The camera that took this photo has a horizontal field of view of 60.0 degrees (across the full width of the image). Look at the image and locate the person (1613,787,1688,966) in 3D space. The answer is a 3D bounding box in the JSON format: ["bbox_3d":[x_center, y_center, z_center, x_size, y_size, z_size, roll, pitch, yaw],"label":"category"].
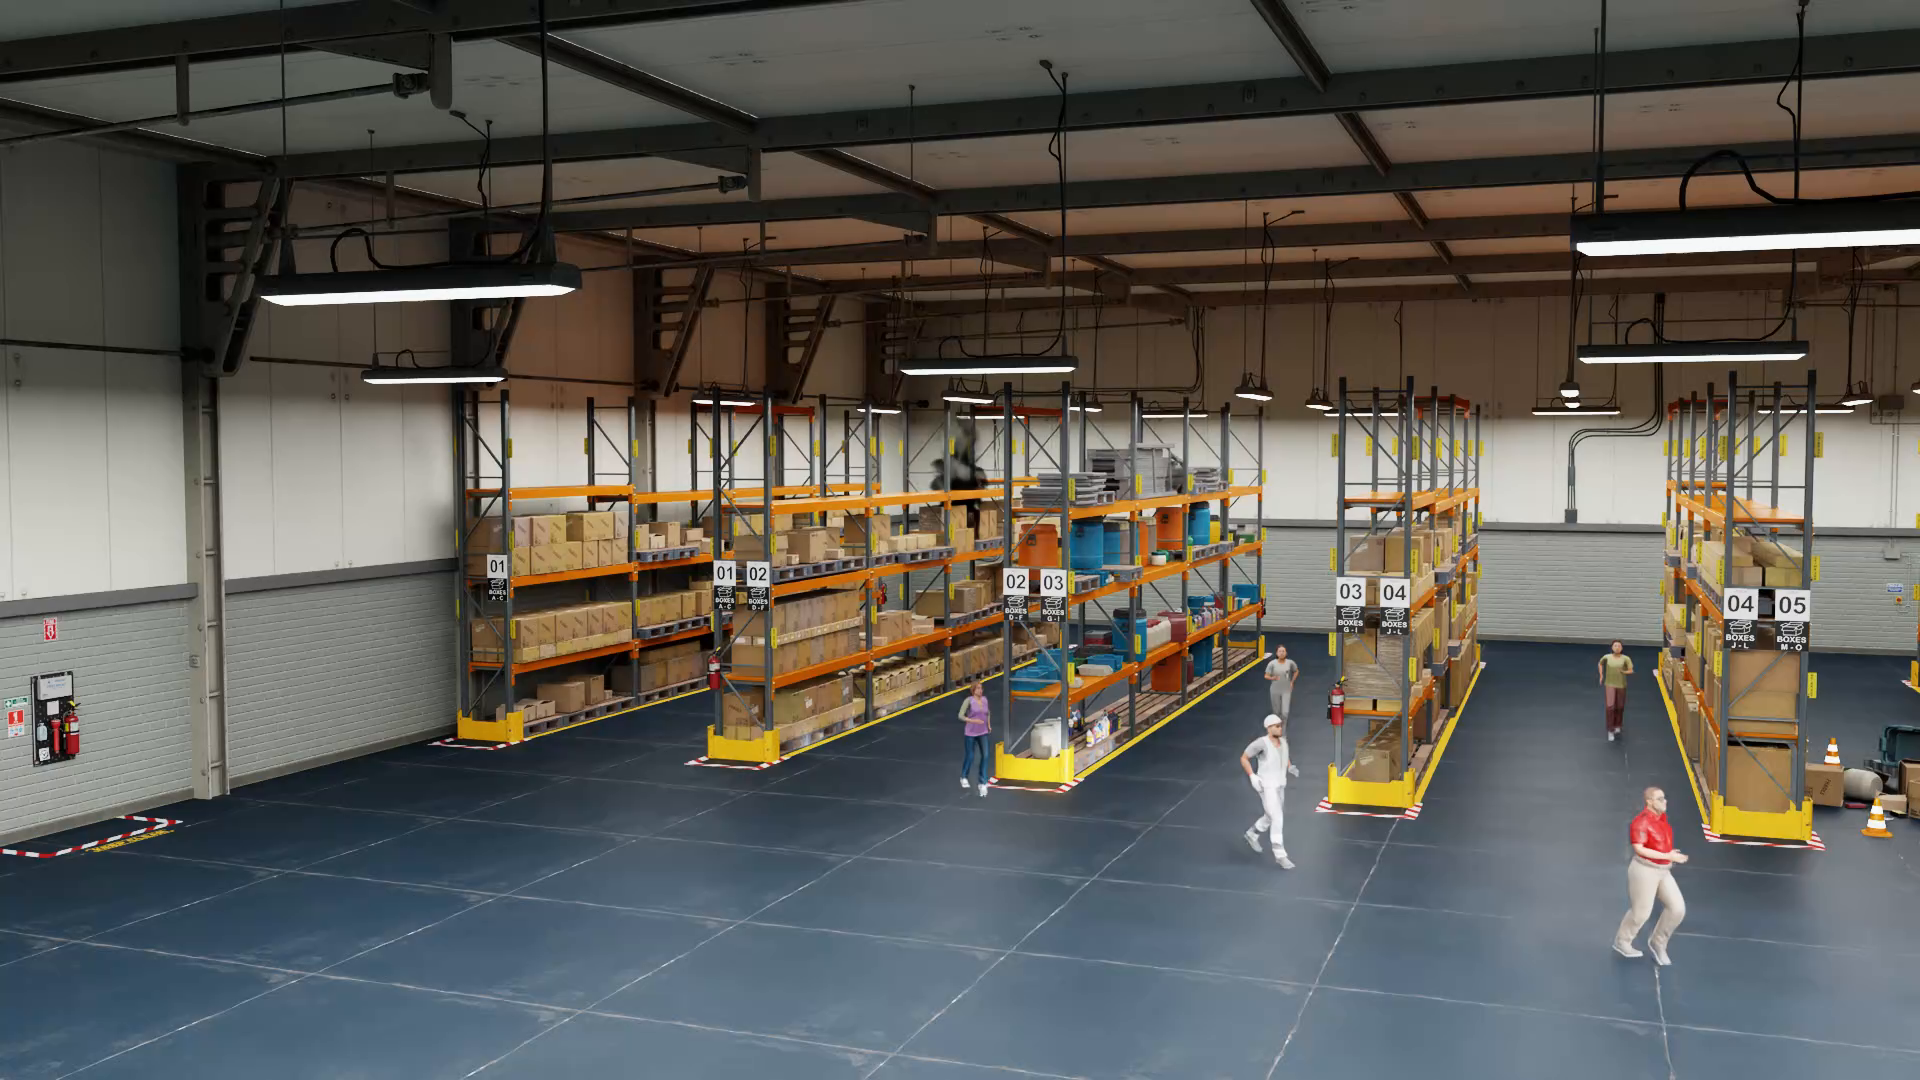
[{"bbox_3d":[6.723,3.278,16.106,0.677,1.795,0.741,-2,4,-36],"label":"person"}]

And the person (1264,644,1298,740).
[{"bbox_3d":[5.414,2.614,28.033,0.564,1.679,0.807,1,3,11],"label":"person"}]

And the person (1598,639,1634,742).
[{"bbox_3d":[11.334,2.574,28.733,0.552,1.710,0.830,1,3,17],"label":"person"}]

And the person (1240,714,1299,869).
[{"bbox_3d":[3.745,2.994,20.102,0.669,1.793,0.880,-3,4,-39],"label":"person"}]

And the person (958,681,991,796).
[{"bbox_3d":[0.236,2.858,24.176,0.549,1.616,0.709,-1,3,-19],"label":"person"}]
